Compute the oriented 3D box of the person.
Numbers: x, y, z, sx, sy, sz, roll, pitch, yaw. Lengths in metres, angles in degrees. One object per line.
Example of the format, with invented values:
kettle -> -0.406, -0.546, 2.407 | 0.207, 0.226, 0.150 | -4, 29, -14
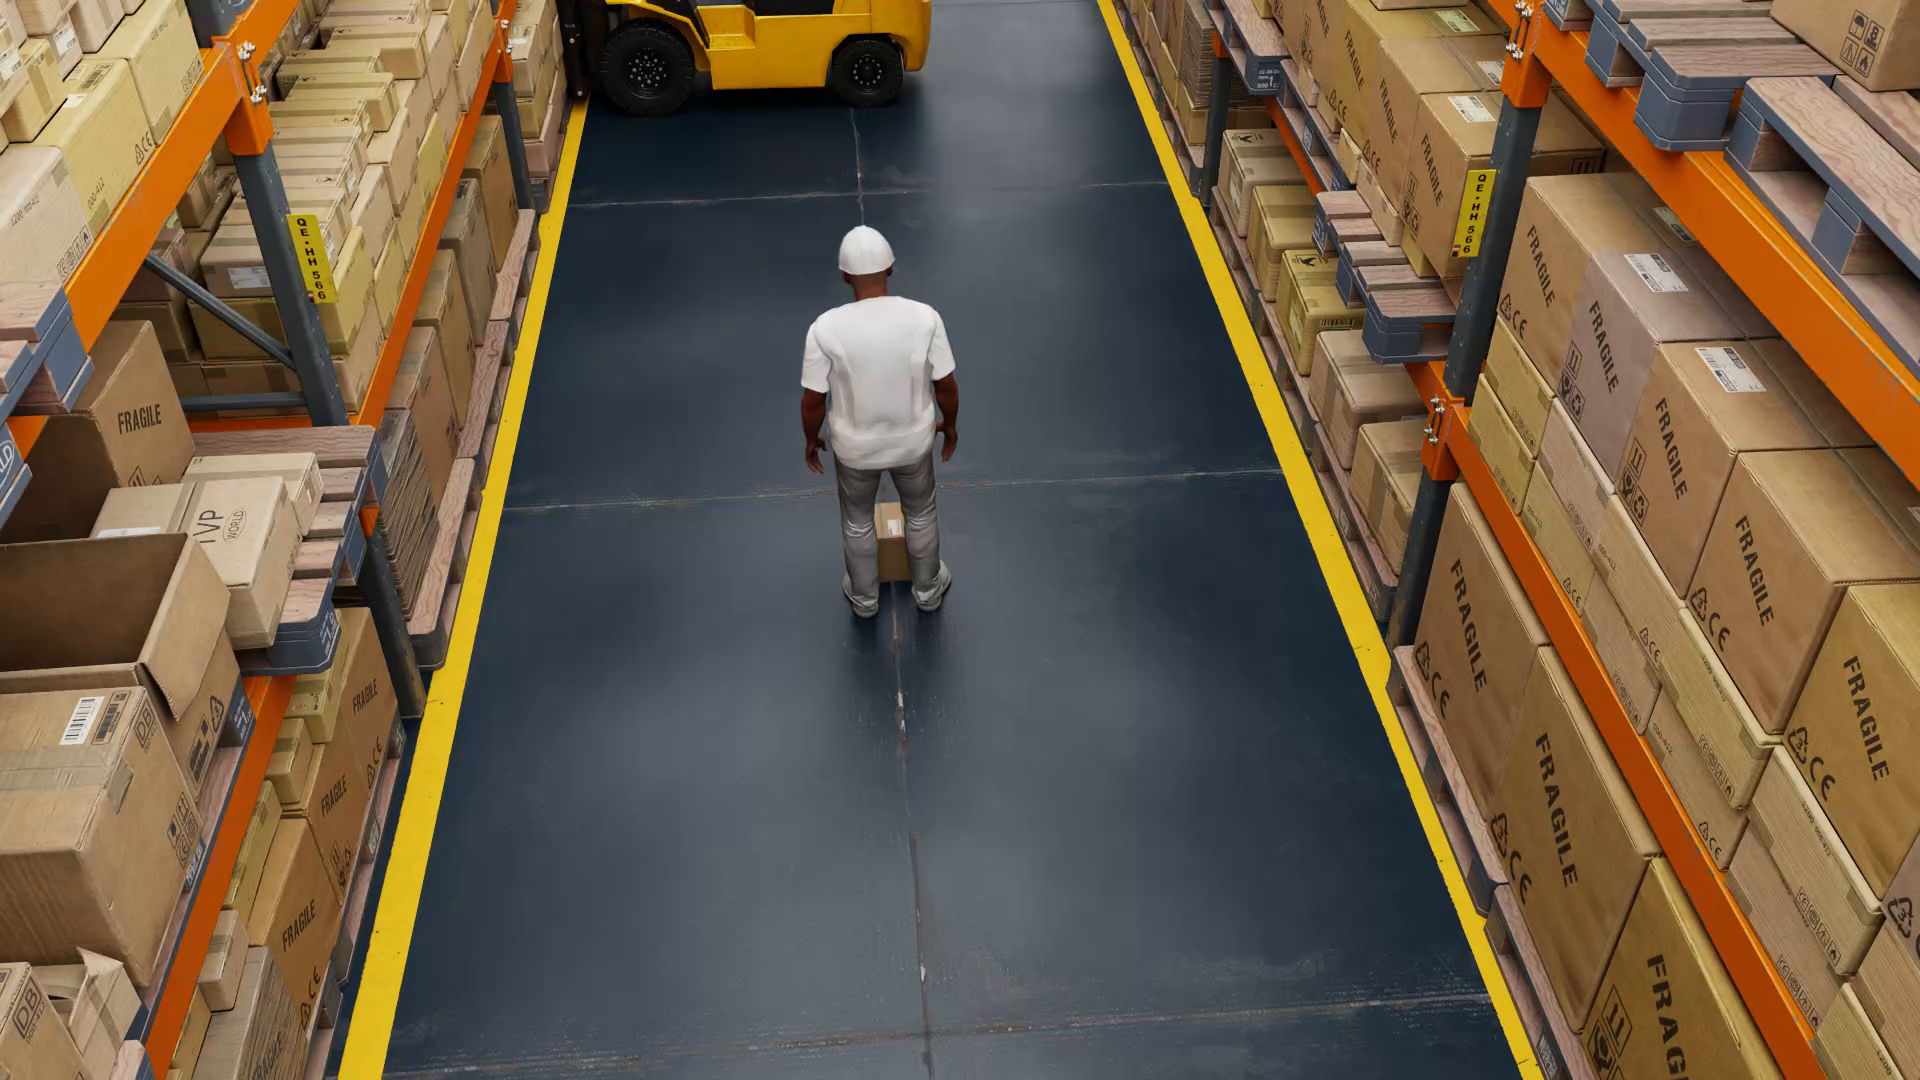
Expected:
person -> -0.318, -0.432, 6.676 | 0.629, 1.759, 0.460 | -5, 39, -6
